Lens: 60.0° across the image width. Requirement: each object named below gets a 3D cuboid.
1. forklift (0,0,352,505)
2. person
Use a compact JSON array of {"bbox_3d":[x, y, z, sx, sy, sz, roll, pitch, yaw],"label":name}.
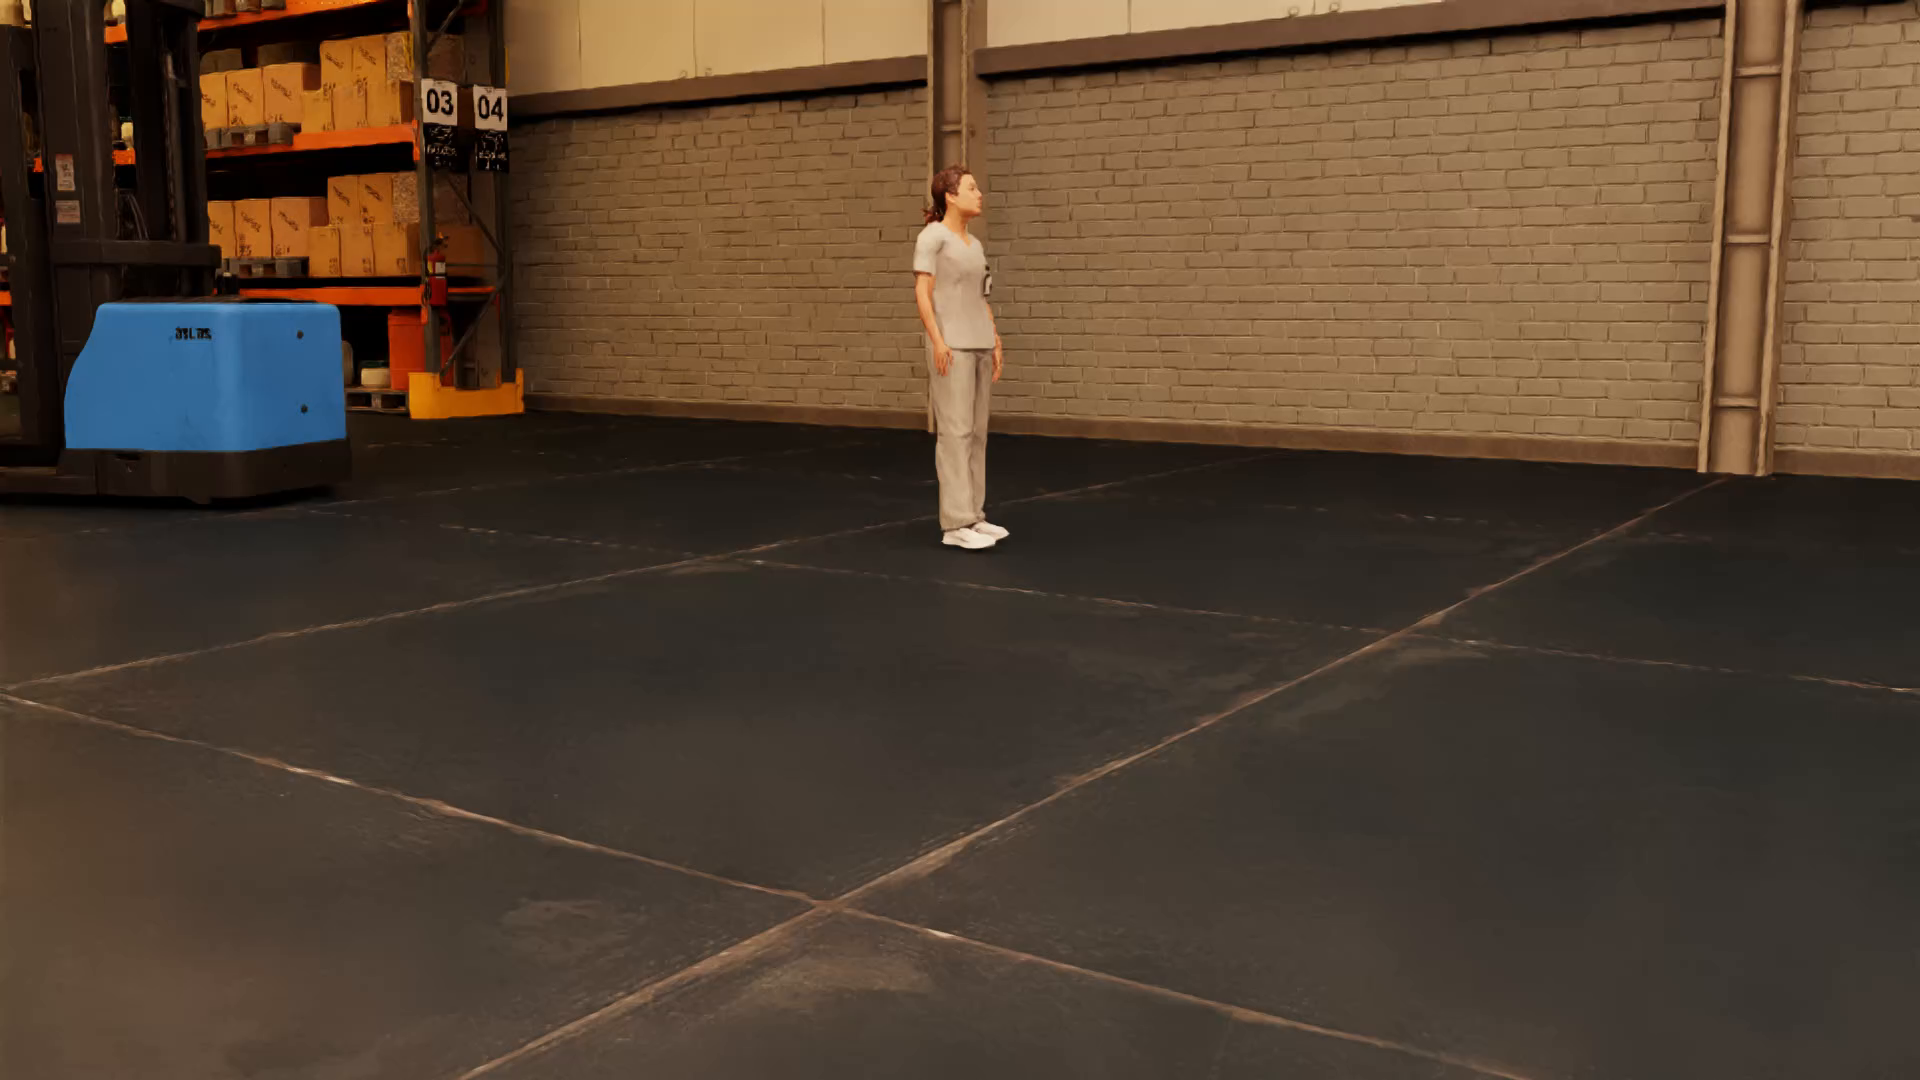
[{"bbox_3d":[-5.069,-1.719,9.278,3.031,2.935,1.130,2,8,14],"label":"forklift"},{"bbox_3d":[0.054,-0.829,7.433,0.548,1.674,0.550,5,10,34],"label":"person"}]
